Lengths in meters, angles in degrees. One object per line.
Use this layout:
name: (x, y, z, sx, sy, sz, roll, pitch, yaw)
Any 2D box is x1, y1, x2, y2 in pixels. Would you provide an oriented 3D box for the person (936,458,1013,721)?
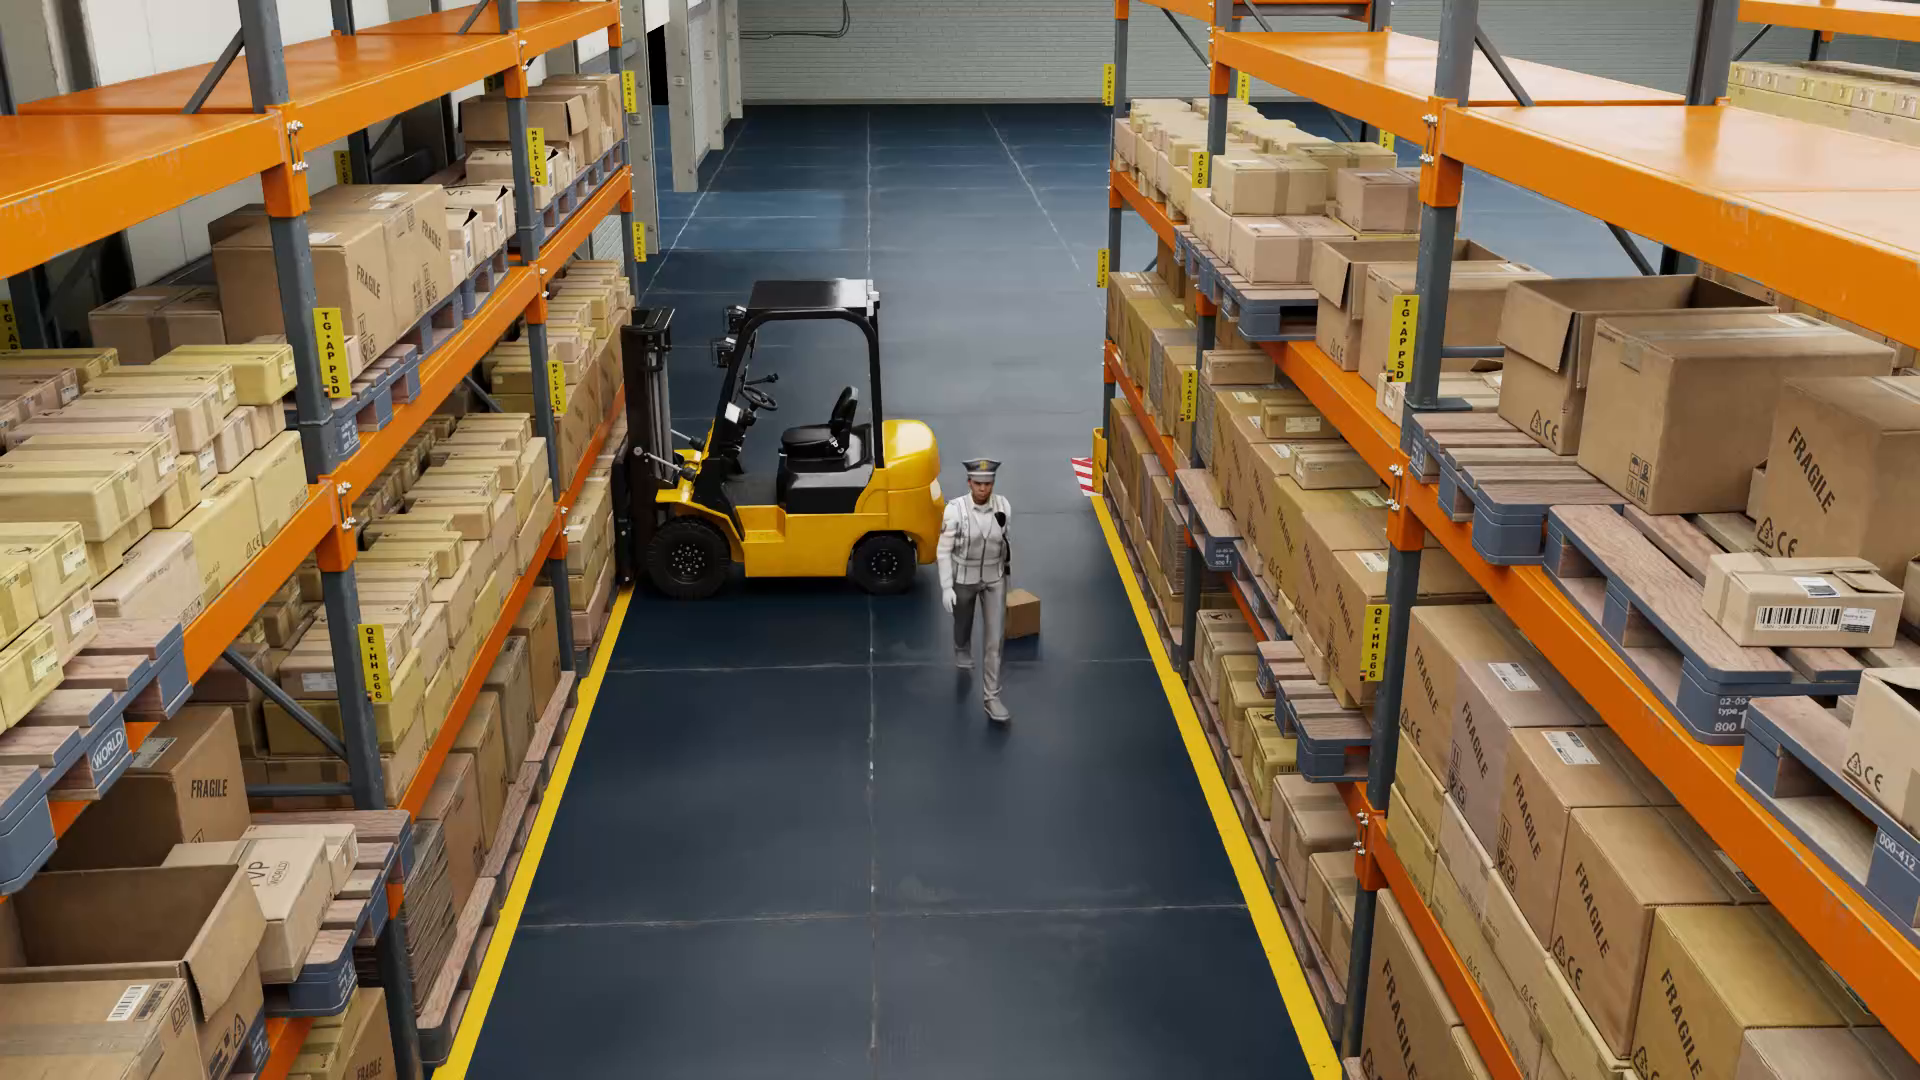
person: (0.099, 0.229, 10.450, 0.512, 1.626, 1.030, -3, 21, -8)
